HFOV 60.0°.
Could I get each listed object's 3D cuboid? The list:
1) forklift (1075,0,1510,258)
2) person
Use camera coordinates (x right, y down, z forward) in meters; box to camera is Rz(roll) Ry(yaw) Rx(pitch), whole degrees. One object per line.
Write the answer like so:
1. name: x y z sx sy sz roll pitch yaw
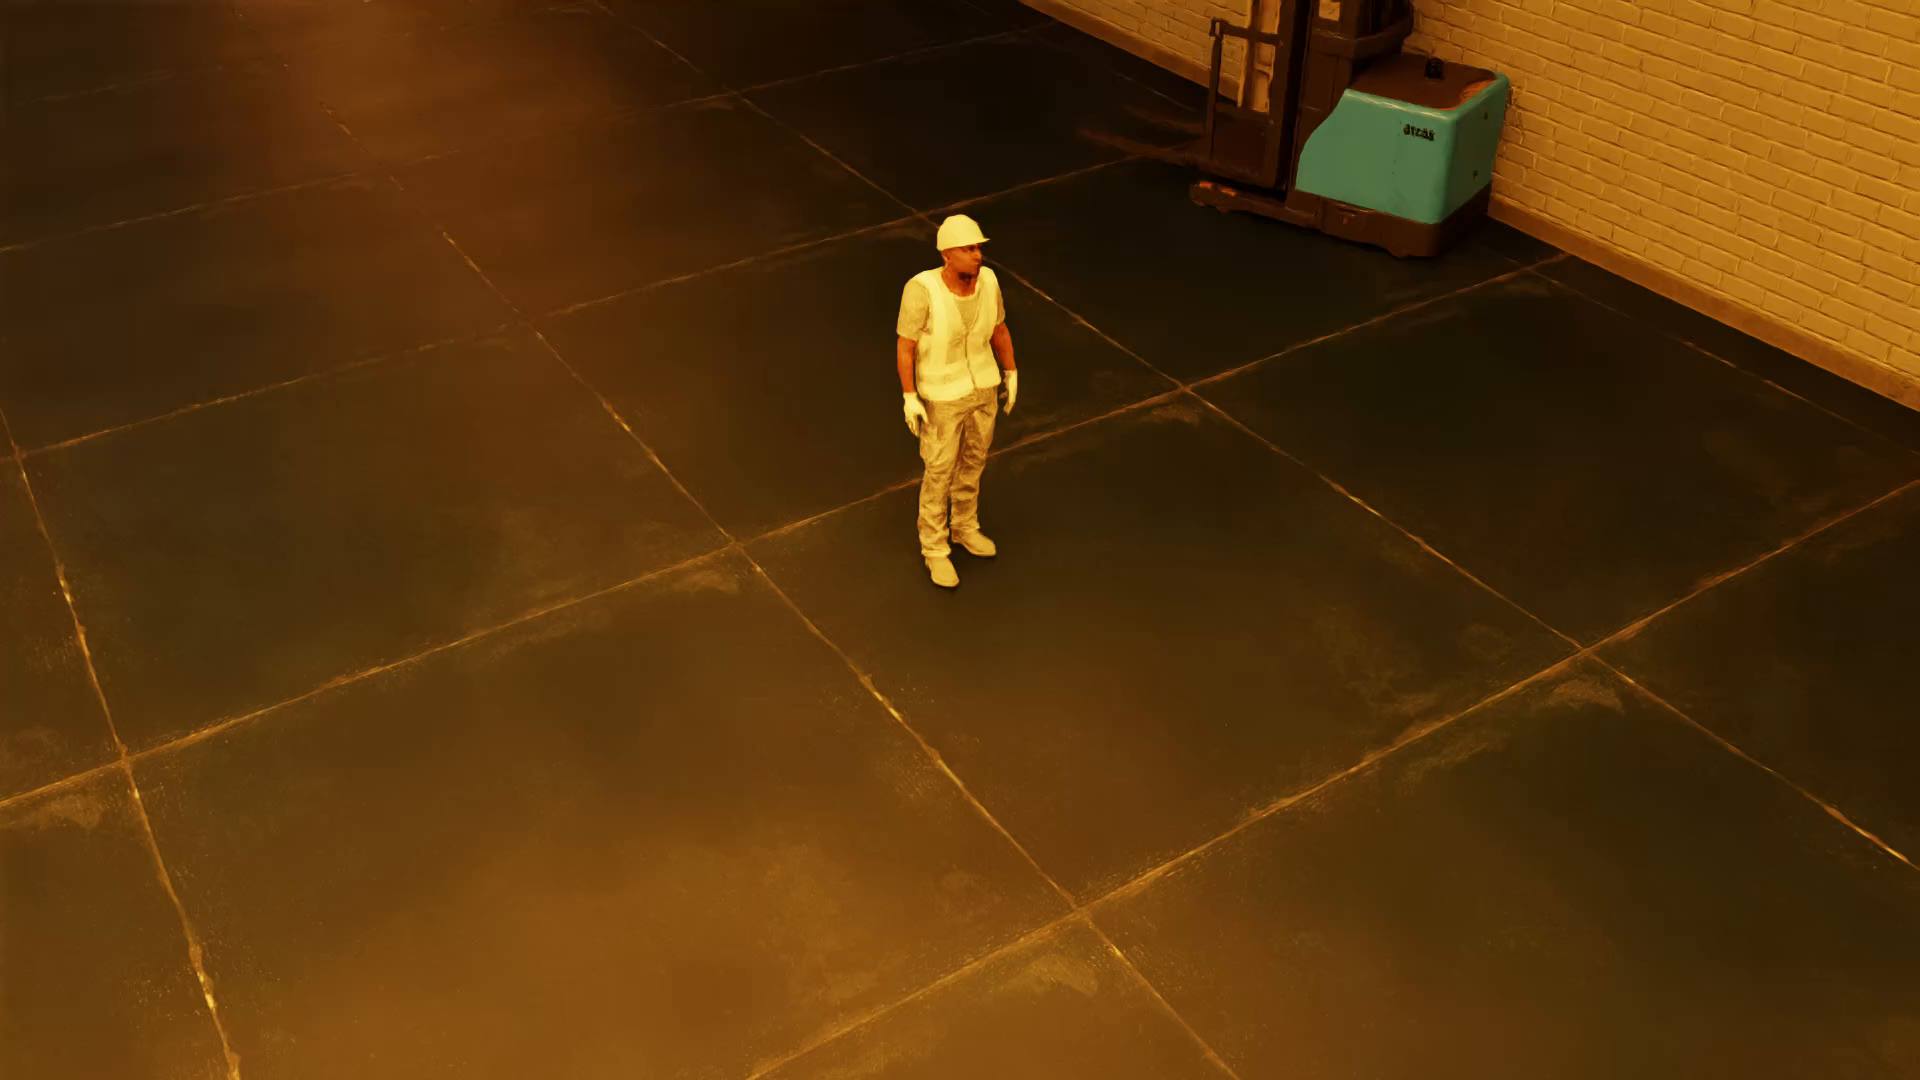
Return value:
1. forklift: 2.295 -3.801 11.558 3.031 2.935 1.130 23 41 29
2. person: 0.033 -0.698 8.128 0.655 1.782 0.576 -21 40 -27
